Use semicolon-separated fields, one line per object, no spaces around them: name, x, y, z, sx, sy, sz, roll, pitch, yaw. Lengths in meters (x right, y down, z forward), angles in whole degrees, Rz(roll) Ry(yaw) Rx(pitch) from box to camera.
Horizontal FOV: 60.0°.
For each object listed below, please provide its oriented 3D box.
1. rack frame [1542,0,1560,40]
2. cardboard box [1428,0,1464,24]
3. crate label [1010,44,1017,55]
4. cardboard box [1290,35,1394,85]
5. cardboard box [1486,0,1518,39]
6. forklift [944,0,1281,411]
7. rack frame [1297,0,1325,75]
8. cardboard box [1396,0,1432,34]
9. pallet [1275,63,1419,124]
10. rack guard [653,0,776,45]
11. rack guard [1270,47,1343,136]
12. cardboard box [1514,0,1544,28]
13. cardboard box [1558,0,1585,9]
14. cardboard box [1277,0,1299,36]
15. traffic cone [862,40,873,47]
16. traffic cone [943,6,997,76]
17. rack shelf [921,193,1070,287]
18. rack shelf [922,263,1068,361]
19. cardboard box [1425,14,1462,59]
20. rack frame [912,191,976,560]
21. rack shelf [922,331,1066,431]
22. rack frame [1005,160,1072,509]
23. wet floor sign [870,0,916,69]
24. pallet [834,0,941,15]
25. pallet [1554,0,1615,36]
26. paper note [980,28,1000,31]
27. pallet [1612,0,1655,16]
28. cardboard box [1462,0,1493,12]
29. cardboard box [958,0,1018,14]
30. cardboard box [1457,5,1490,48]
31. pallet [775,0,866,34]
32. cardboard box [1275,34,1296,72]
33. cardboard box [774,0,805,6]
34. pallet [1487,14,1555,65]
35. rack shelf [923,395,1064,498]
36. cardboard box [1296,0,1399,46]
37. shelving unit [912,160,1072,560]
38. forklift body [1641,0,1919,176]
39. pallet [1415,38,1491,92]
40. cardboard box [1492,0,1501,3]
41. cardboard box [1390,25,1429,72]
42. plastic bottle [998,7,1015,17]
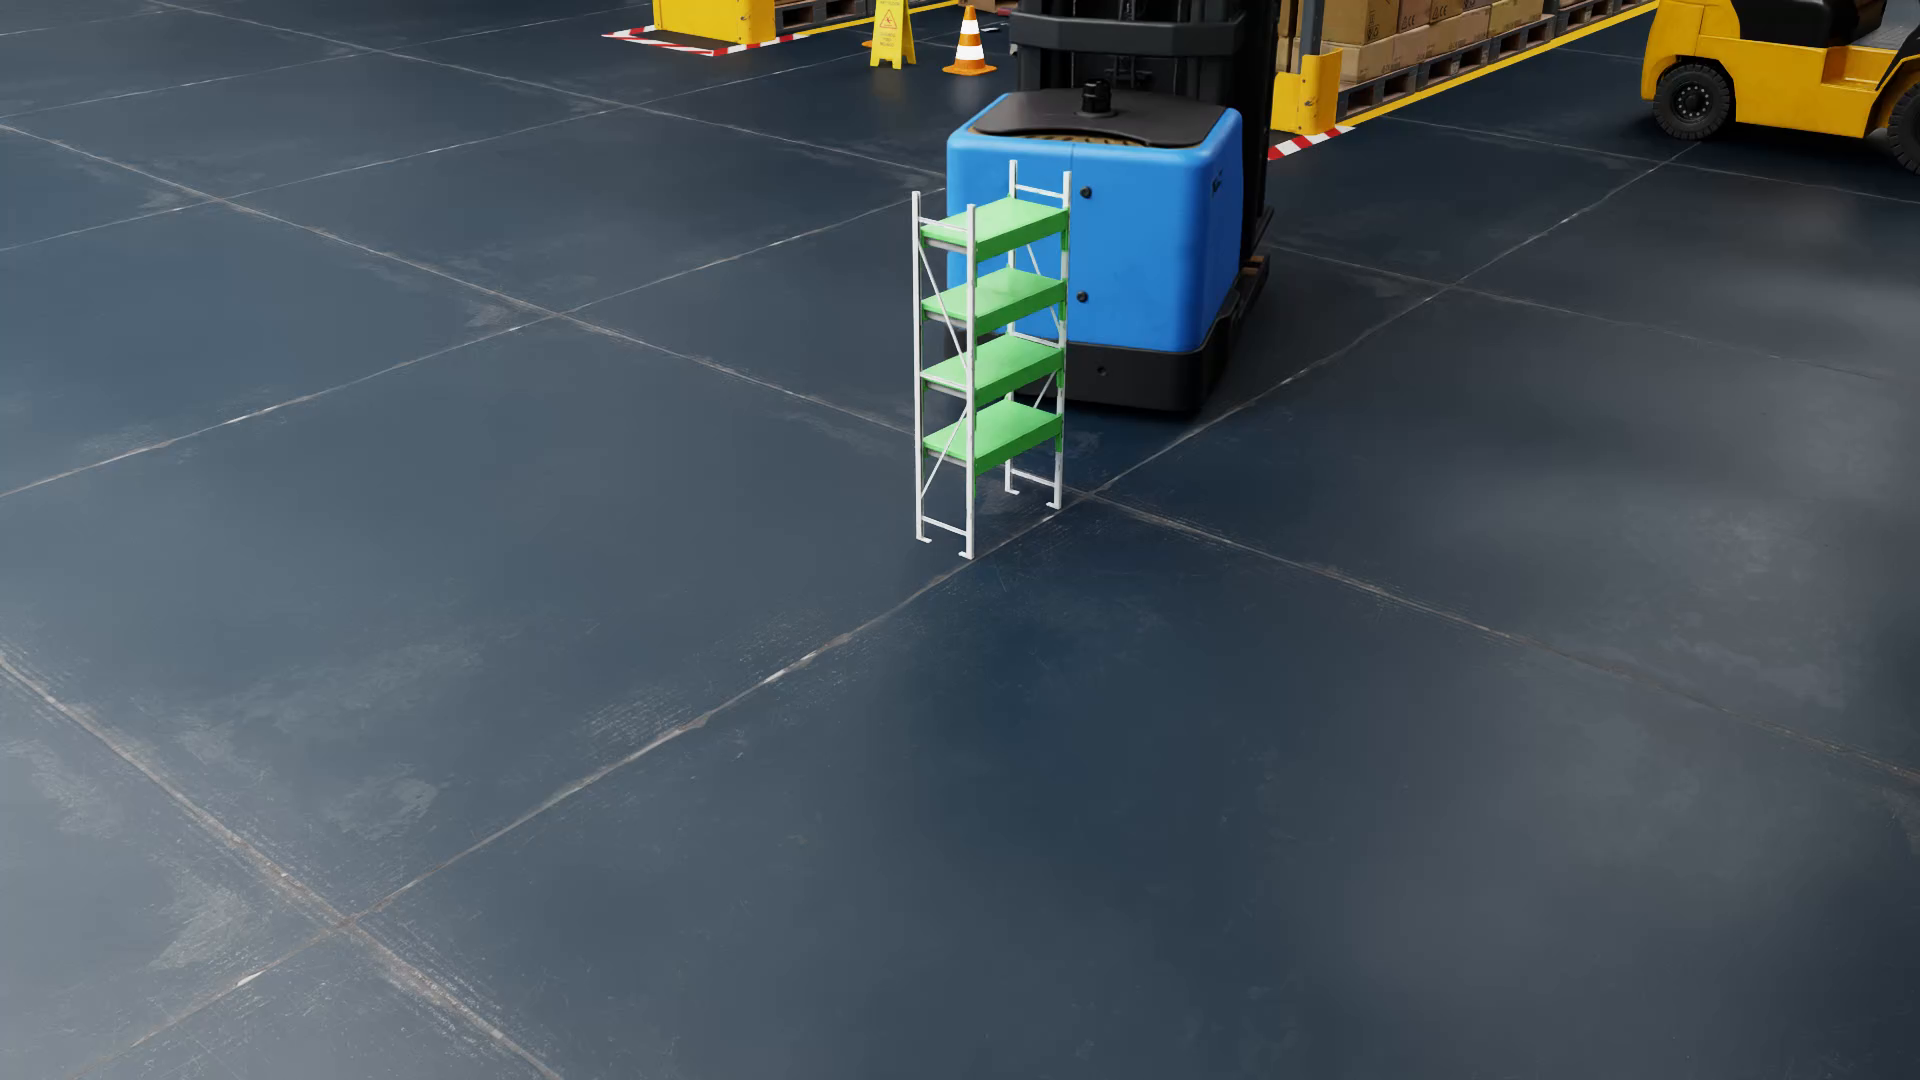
rack frame;4.412;-5.539;13.099;1.000;3.000;0.127;21;34;34
cardboard box;3.264;-3.995;11.834;0.500;0.500;0.500;22;34;35
crate label;0.525;-3.880;13.007;0.250;0.136;0.298;4;28;8
cardboard box;2.594;-3.291;11.289;0.500;0.250;0.500;20;34;34
cardboard box;3.913;-4.025;12.707;0.500;0.250;0.500;20;33;33
forklift;0.856;-2.461;7.223;1.130;2.935;3.031;8;28;15
rack frame;1.868;-4.121;10.358;1.000;3.000;0.127;21;34;34
cardboard box;2.938;-3.820;11.495;0.500;0.500;0.500;19;33;33
pallet;2.460;-3.187;11.587;1.003;0.211;1.213;21;34;34
rack guard;-2.031;-4.413;13.643;1.175;0.500;0.348;21;34;34
rack guard;1.916;-3.038;10.984;1.175;0.500;0.348;21;34;34
cardboard box;4.244;-4.216;13.077;0.500;0.250;0.500;23;35;37
cardboard box;4.744;-4.745;13.967;0.950;0.372;0.625;21;34;35
cardboard box;2.176;-3.780;11.417;0.500;0.500;0.500;21;34;35
traffic cone;-0.582;-4.178;13.229;0.336;0.463;0.334;21;34;34
traffic cone;0.073;-3.728;12.358;0.336;0.463;0.334;21;34;34
rack shelf;0.105;-0.961;5.303;0.258;0.148;0.480;21;34;34
rack shelf;0.105;-0.748;5.413;0.258;0.148;0.480;21;34;34
cardboard box;3.262;-3.667;12.016;0.500;0.250;0.500;24;35;38
rack frame;-0.050;-0.505;5.327;0.240;1.200;0.015;21;34;34
rack shelf;0.105;-0.535;5.523;0.258;0.148;0.480;21;34;34
rack frame;0.260;-0.678;5.661;0.240;1.200;0.015;21;34;34
wet floor sign;-0.507;-3.897;12.487;0.267;0.644;0.232;15;31;26
pallet;-0.791;-5.030;15.150;1.003;0.211;1.213;21;34;34
pallet;4.906;-4.577;14.274;1.003;0.211;1.213;21;34;34
paper note;0.265;-4.257;13.854;0.142;0.017;0.144;-15;31;-27
pallet;5.682;-5.012;15.114;1.003;0.211;1.213;21;34;34
cardboard box;3.597;-4.187;12.205;0.500;0.500;0.500;23;35;37
cardboard box;0.333;-4.991;14.756;0.500;0.500;0.500;-21;34;-35
cardboard box;3.586;-3.846;12.361;0.500;0.250;0.500;21;34;35
pallet;-1.568;-4.600;14.318;1.003;0.211;1.213;21;34;34
cardboard box;2.190;-3.460;11.615;0.500;0.250;0.500;21;34;34
cardboard box;-1.636;-5.034;13.979;0.875;0.875;0.875;21;34;35
pallet;4.012;-4.052;13.259;1.003;0.211;1.213;21;34;34
rack shelf;0.105;-0.322;5.634;0.258;0.148;0.480;21;34;34
cardboard box;2.609;-3.633;11.134;0.500;0.500;0.500;19;33;33
shelving unit;0.105;-0.592;5.494;0.258;1.200;0.503;21;34;34
forklift body;5.499;-3.500;10.081;2.313;2.155;1.214;21;34;34
pallet;3.237;-3.618;12.420;1.003;0.211;1.213;21;34;34
cardboard box;3.921;-4.368;12.555;0.500;0.500;0.500;21;34;35
cardboard box;2.925;-3.470;11.635;0.500;0.250;0.500;22;35;36
plastic bottle;0.481;-4.591;14.463;0.283;0.061;0.133;9;29;17
